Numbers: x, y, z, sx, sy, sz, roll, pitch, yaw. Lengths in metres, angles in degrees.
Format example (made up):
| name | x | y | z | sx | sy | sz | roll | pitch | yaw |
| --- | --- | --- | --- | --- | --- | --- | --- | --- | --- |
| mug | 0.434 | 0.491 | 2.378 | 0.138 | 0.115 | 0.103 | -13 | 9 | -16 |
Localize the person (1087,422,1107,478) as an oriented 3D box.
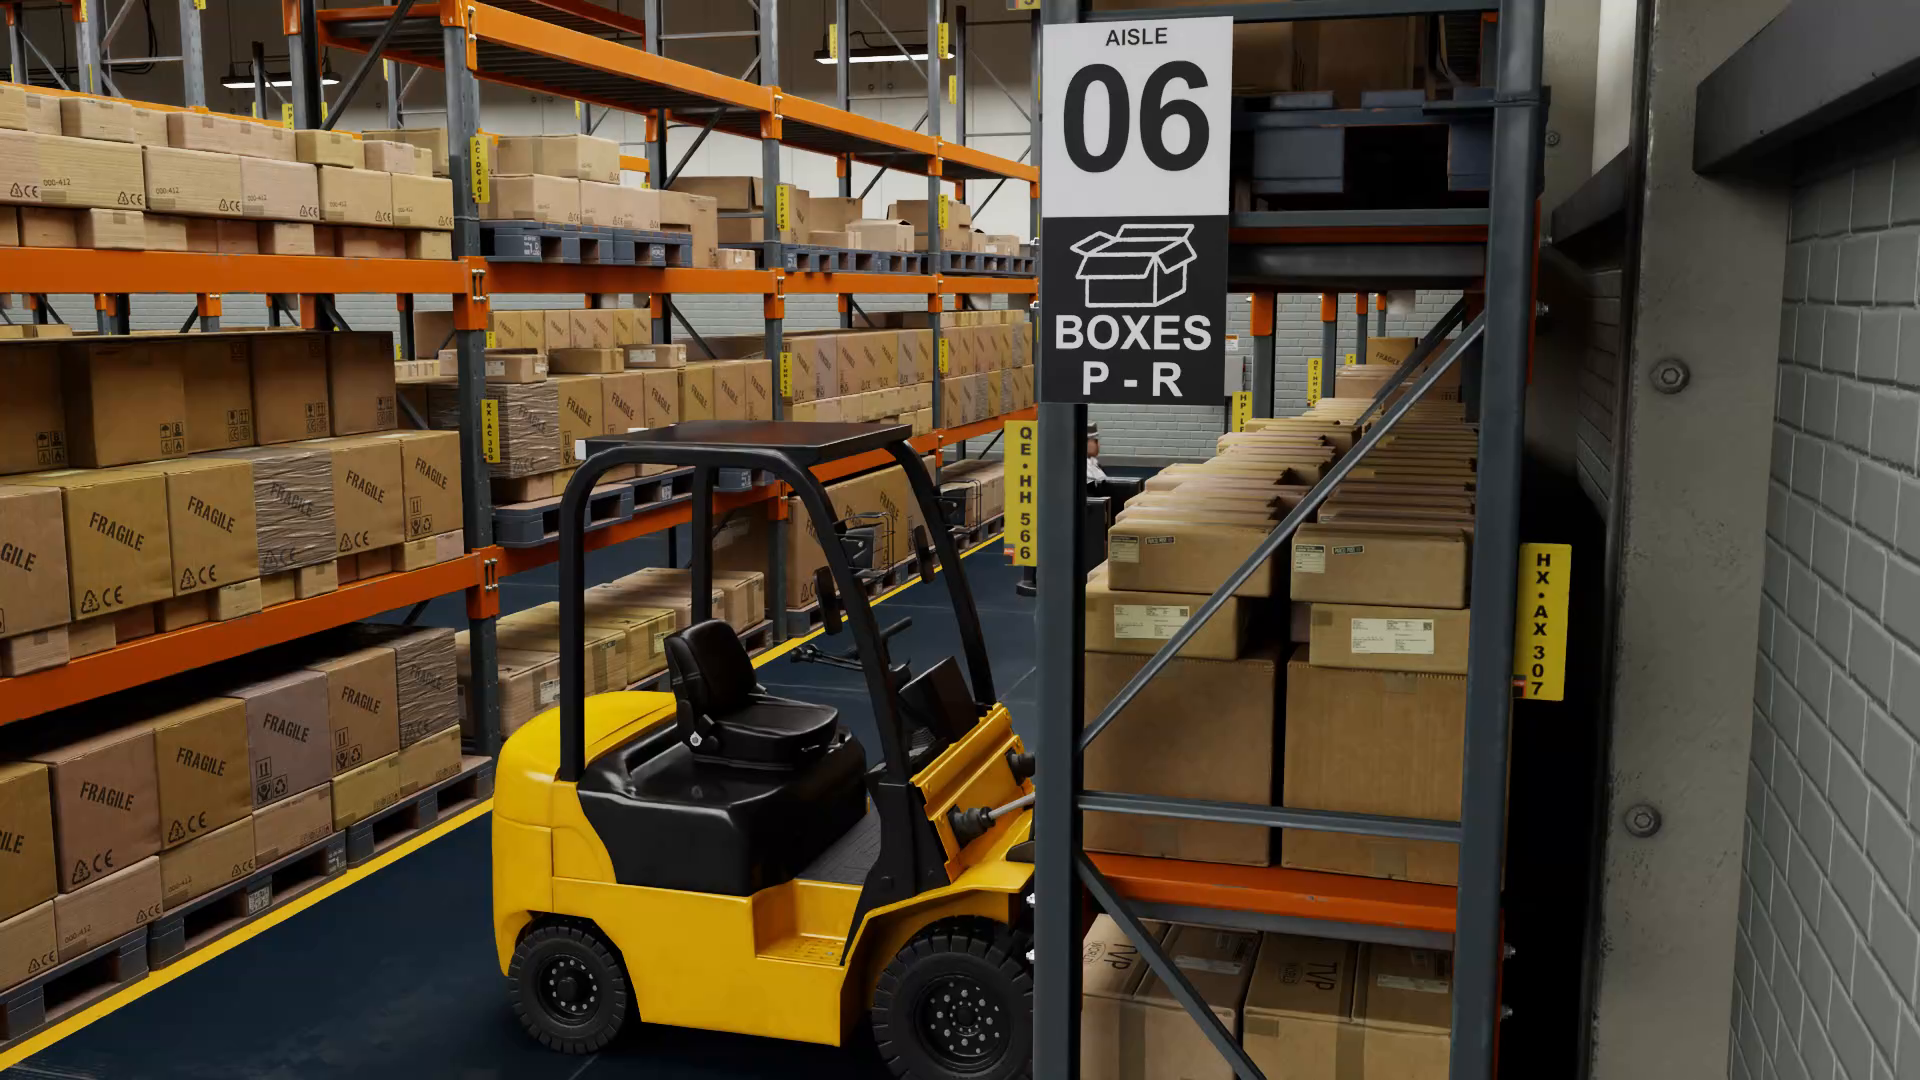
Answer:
| name | x | y | z | sx | sy | sz | roll | pitch | yaw |
| --- | --- | --- | --- | --- | --- | --- | --- | --- | --- |
| person | 0.970 | -0.033 | 12.637 | 0.348 | 1.732 | 0.475 | 3 | 9 | 17 |
